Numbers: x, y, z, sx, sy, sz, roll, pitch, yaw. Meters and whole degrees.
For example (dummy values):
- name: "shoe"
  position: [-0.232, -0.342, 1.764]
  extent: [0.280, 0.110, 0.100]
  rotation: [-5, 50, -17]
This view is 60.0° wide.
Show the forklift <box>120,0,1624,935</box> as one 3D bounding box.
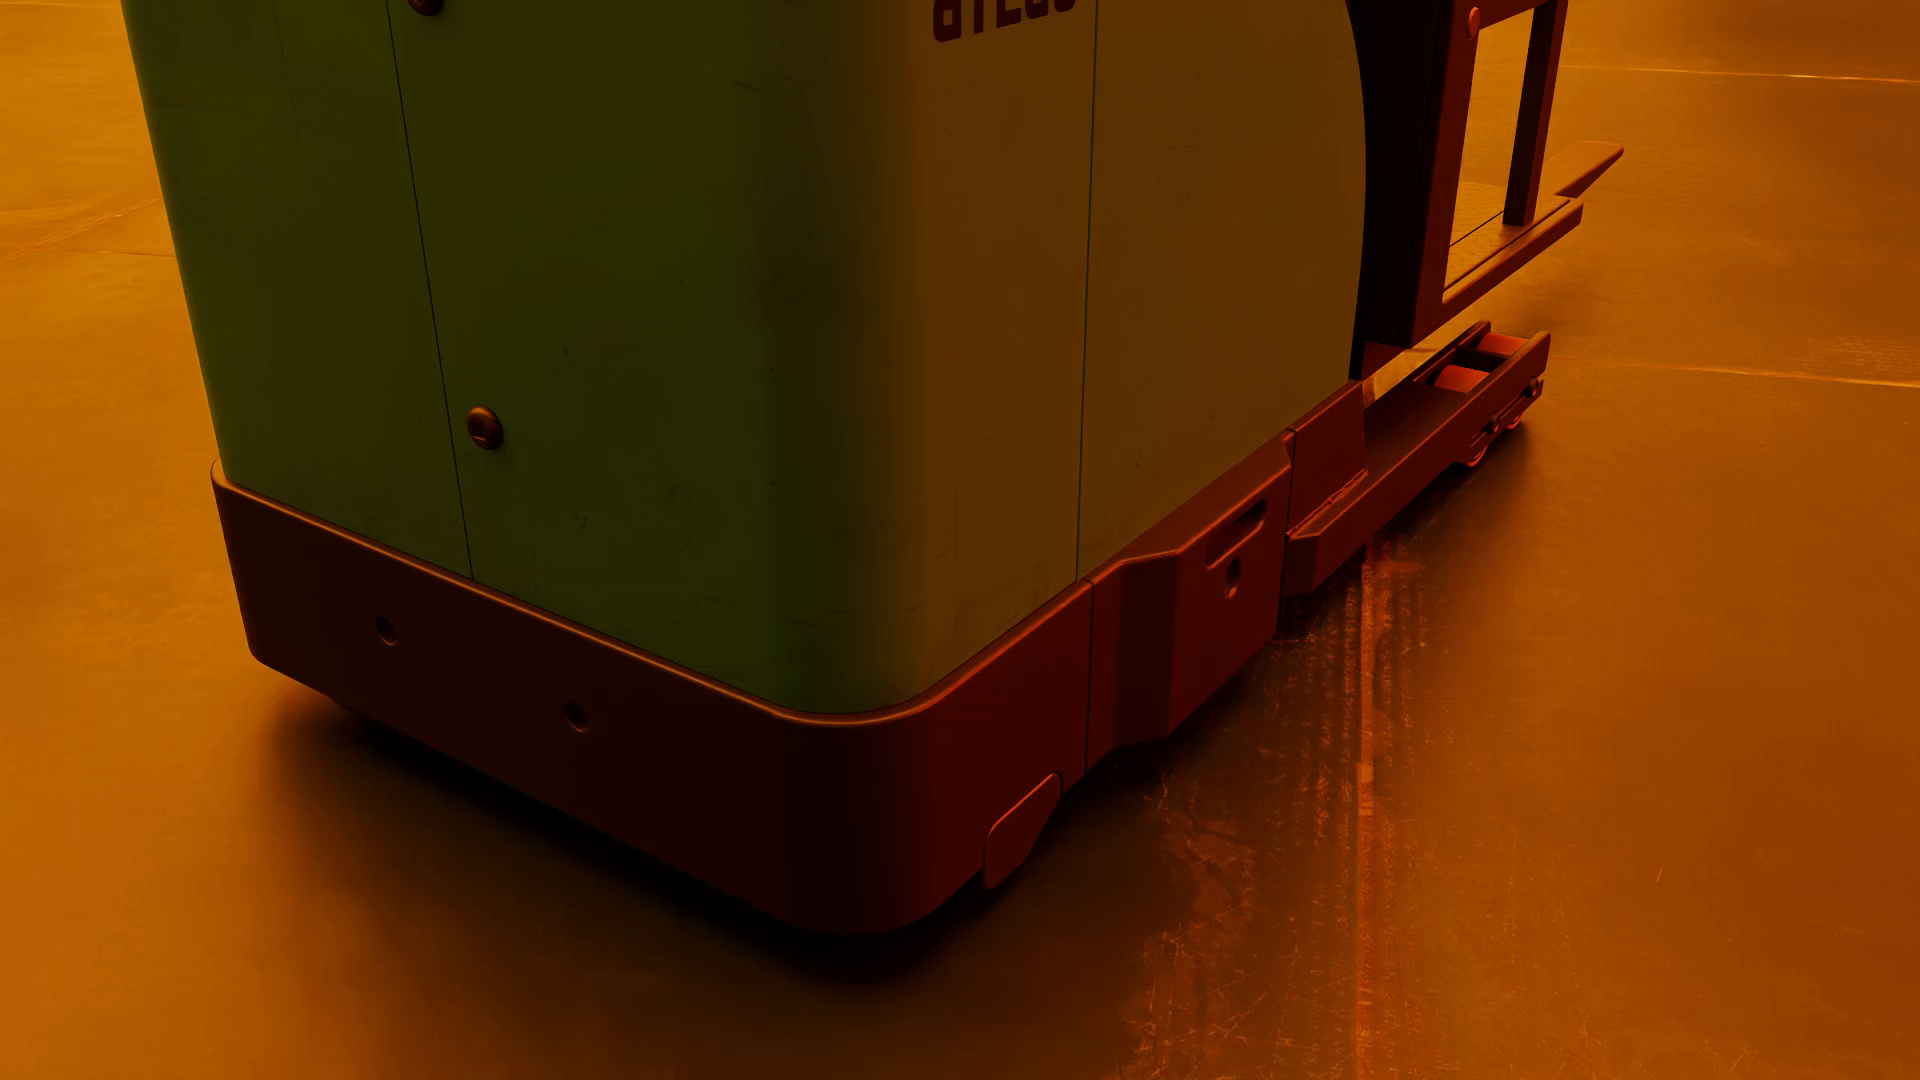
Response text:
- name: "forklift"
  position: [0.362, -1.540, 2.299]
  extent: [1.130, 2.935, 3.031]
  rotation: [18, 32, 31]
